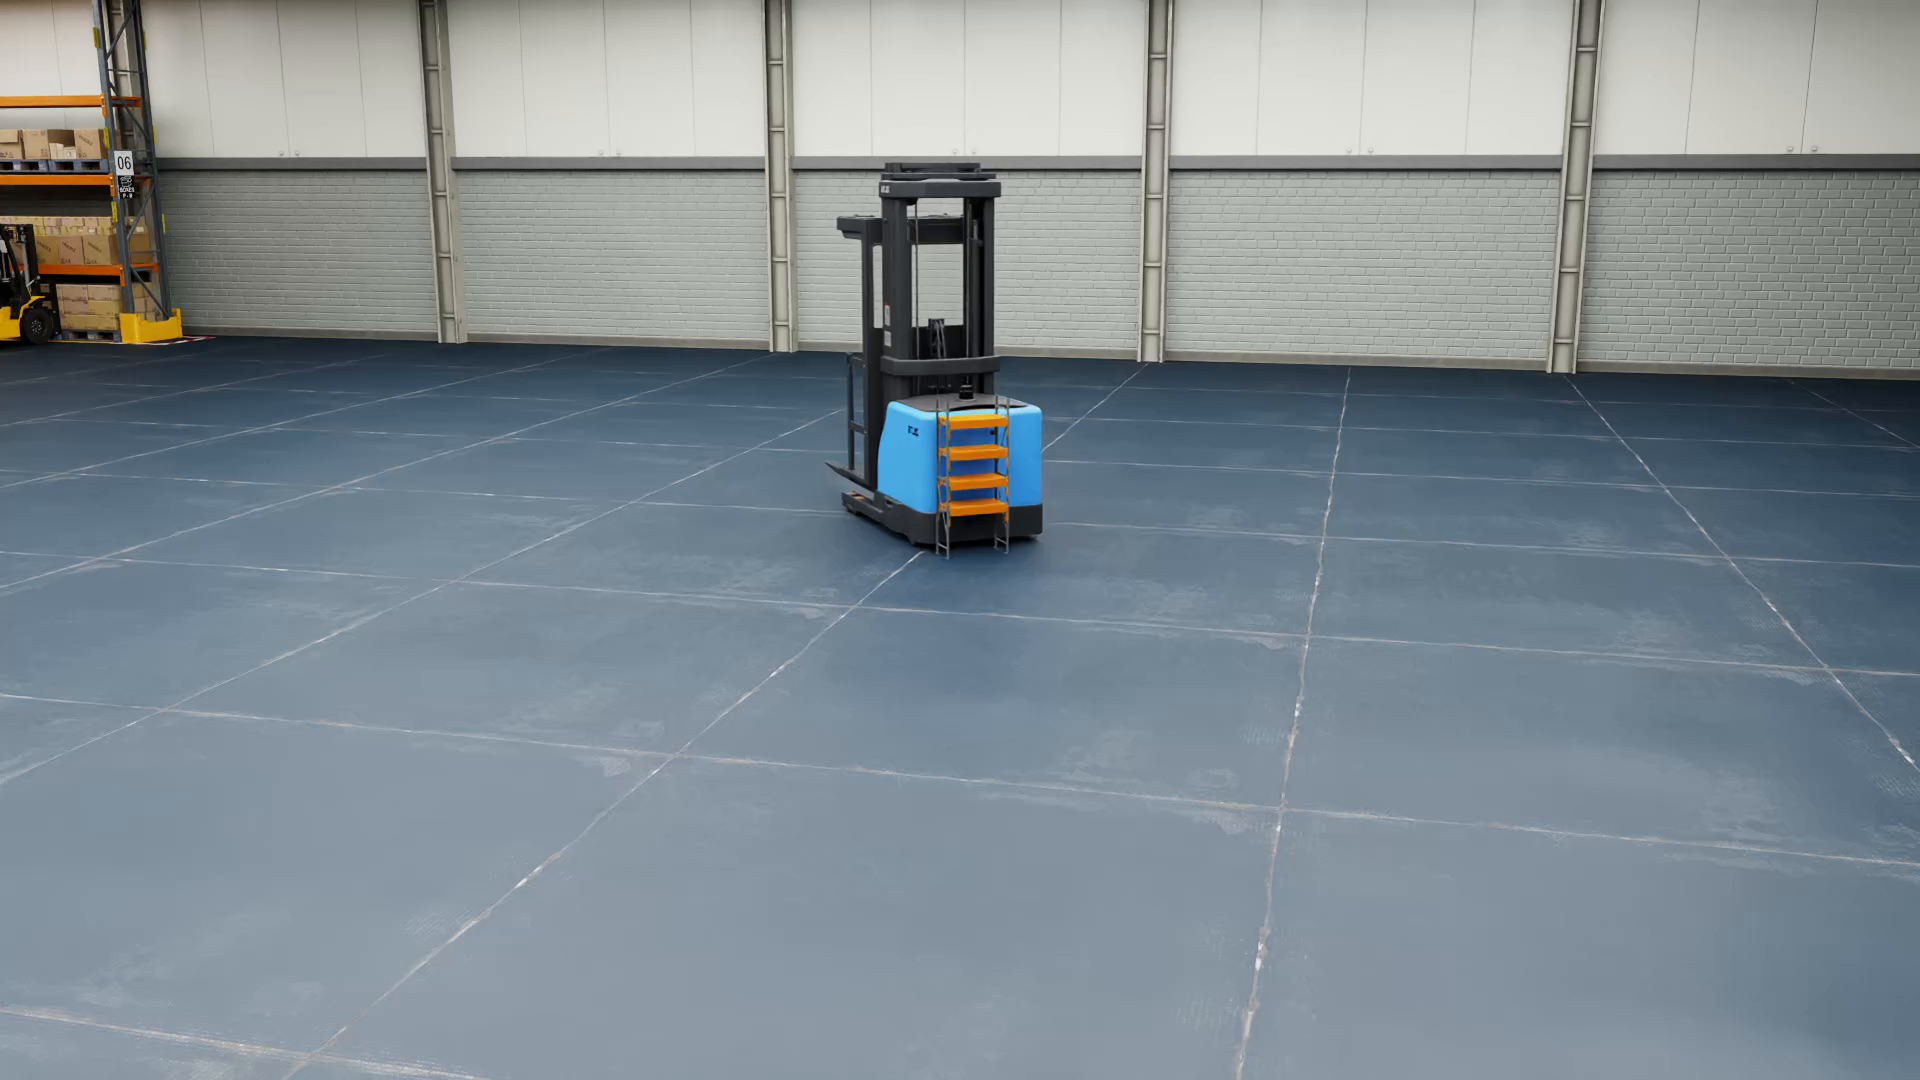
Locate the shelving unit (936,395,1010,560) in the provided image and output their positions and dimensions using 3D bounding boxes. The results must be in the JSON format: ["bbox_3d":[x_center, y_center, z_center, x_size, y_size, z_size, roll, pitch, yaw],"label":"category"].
[{"bbox_3d":[0.095,-0.477,12.614,0.503,1.200,0.258,-5,14,-22],"label":"shelving unit"}]

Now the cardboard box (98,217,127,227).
[{"bbox_3d":[-14.456,-5.429,28.365,0.250,0.149,0.380,3,13,14],"label":"cardboard box"}]

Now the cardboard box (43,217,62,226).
[{"bbox_3d":[-15.466,-5.462,28.513,0.250,0.149,0.380,3,13,15],"label":"cardboard box"}]

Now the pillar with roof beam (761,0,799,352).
[{"bbox_3d":[-3.898,-6.571,22.074,0.400,9.000,9.100,3,13,14],"label":"pillar with roof beam"}]

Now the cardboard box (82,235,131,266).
[{"bbox_3d":[-14.598,-4.964,28.450,0.500,0.500,0.500,3,13,12],"label":"cardboard box"}]

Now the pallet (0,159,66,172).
[{"bbox_3d":[-15.926,-6.471,28.752,1.213,0.211,1.003,3,13,14],"label":"pallet"}]

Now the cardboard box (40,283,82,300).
[{"bbox_3d":[-15.569,-4.303,28.773,0.500,0.250,0.500,3,13,14],"label":"cardboard box"}]

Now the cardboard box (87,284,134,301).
[{"bbox_3d":[-14.579,-4.254,28.550,0.500,0.250,0.500,4,13,15],"label":"cardboard box"}]

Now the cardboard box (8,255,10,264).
[{"bbox_3d":[-16.571,-5.073,28.944,0.500,0.500,0.500,3,13,13],"label":"cardboard box"}]

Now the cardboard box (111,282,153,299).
[{"bbox_3d":[-14.479,-4.360,29.030,0.500,0.250,0.500,3,13,13],"label":"cardboard box"}]

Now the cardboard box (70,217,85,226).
[{"bbox_3d":[-14.963,-5.444,28.429,0.250,0.149,0.380,3,13,15],"label":"cardboard box"}]

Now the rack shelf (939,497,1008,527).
[{"bbox_3d":[0.095,-0.218,12.672,0.480,0.148,0.258,-5,14,-22],"label":"rack shelf"}]

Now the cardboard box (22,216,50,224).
[{"bbox_3d":[-15.946,-5.508,28.718,0.250,0.149,0.380,3,13,14],"label":"cardboard box"}]

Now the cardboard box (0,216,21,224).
[{"bbox_3d":[-16.433,-5.534,28.835,0.250,0.149,0.380,3,13,13],"label":"cardboard box"}]

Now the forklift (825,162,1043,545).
[{"bbox_3d":[-0.374,-1.670,13.994,1.130,2.935,3.031,-5,13,-22],"label":"forklift"}]

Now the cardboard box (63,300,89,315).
[{"bbox_3d":[-15.089,-4.039,28.737,0.500,0.250,0.500,3,13,13],"label":"cardboard box"}]

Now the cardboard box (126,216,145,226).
[{"bbox_3d":[-14.332,-5.517,28.762,0.250,0.149,0.380,3,13,12],"label":"cardboard box"}]

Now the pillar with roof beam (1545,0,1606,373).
[{"bbox_3d":[7.752,-5.948,19.267,0.400,9.000,9.100,3,13,14],"label":"pillar with roof beam"}]

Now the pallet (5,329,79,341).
[{"bbox_3d":[-15.991,-3.678,29.323,1.213,0.211,1.003,3,13,14],"label":"pallet"}]

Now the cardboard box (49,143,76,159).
[{"bbox_3d":[-15.181,-6.589,28.193,0.258,0.266,0.396,3,13,14],"label":"cardboard box"}]

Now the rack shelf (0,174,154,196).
[{"bbox_3d":[-15.999,-6.161,28.815,4.000,0.370,1.077,3,13,14],"label":"rack shelf"}]

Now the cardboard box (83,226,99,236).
[{"bbox_3d":[-14.716,-5.276,28.360,0.250,0.149,0.380,3,13,14],"label":"cardboard box"}]

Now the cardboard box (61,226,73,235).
[{"bbox_3d":[-15.192,-5.318,28.548,0.250,0.149,0.380,3,13,13],"label":"cardboard box"}]

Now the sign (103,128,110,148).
[{"bbox_3d":[-14.201,-6.689,27.671,0.005,0.325,0.100,3,13,14],"label":"sign"}]

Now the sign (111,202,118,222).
[{"bbox_3d":[-14.201,-5.512,27.932,0.005,0.325,0.100,3,13,14],"label":"sign"}]

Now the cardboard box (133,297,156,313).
[{"bbox_3d":[-14.464,-4.119,29.099,0.500,0.250,0.500,3,13,15],"label":"cardboard box"}]

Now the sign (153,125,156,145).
[{"bbox_3d":[-13.919,-6.991,28.691,0.005,0.325,0.100,3,13,14],"label":"sign"}]

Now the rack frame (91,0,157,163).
[{"bbox_3d":[-14.057,-7.873,27.944,0.127,3.000,1.000,3,13,14],"label":"rack frame"}]

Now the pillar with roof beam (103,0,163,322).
[{"bbox_3d":[-15.549,-7.194,24.881,0.400,9.000,9.100,3,13,14],"label":"pillar with roof beam"}]

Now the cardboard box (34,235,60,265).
[{"bbox_3d":[-15.597,-5.019,28.699,0.500,0.500,0.500,3,13,12],"label":"cardboard box"}]

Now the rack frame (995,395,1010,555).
[{"bbox_3d":[0.321,-0.497,12.705,0.015,1.200,0.240,-5,14,-22],"label":"rack frame"}]

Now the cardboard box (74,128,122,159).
[{"bbox_3d":[-14.546,-6.683,28.075,0.500,0.500,0.500,3,13,15],"label":"cardboard box"}]

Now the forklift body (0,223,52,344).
[{"bbox_3d":[-16.336,-4.245,27.401,1.214,2.155,2.313,3,13,14],"label":"forklift body"}]

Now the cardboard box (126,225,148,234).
[{"bbox_3d":[-14.325,-5.382,28.838,0.250,0.149,0.380,3,13,12],"label":"cardboard box"}]

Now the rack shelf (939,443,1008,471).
[{"bbox_3d":[0.095,-0.630,12.580,0.480,0.148,0.258,-5,14,-22],"label":"rack shelf"}]

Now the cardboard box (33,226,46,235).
[{"bbox_3d":[-15.712,-5.330,28.606,0.250,0.149,0.380,3,13,14],"label":"cardboard box"}]

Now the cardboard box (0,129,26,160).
[{"bbox_3d":[-16.075,-6.797,28.582,0.637,0.503,0.797,3,13,15],"label":"cardboard box"}]

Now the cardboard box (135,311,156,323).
[{"bbox_3d":[-14.487,-3.874,29.147,0.500,0.250,0.500,3,13,14],"label":"cardboard box"}]

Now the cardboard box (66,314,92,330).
[{"bbox_3d":[-15.070,-3.793,28.782,0.500,0.250,0.500,3,13,14],"label":"cardboard box"}]

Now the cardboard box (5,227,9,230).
[{"bbox_3d":[-16.459,-5.373,28.798,0.250,0.149,0.380,3,13,12],"label":"cardboard box"}]

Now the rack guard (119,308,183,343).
[{"bbox_3d":[-14.034,-3.723,28.859,0.348,0.500,1.175,3,13,14],"label":"rack guard"}]

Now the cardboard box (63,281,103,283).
[{"bbox_3d":[-15.448,-4.413,29.271,0.500,0.250,0.500,3,13,13],"label":"cardboard box"}]
